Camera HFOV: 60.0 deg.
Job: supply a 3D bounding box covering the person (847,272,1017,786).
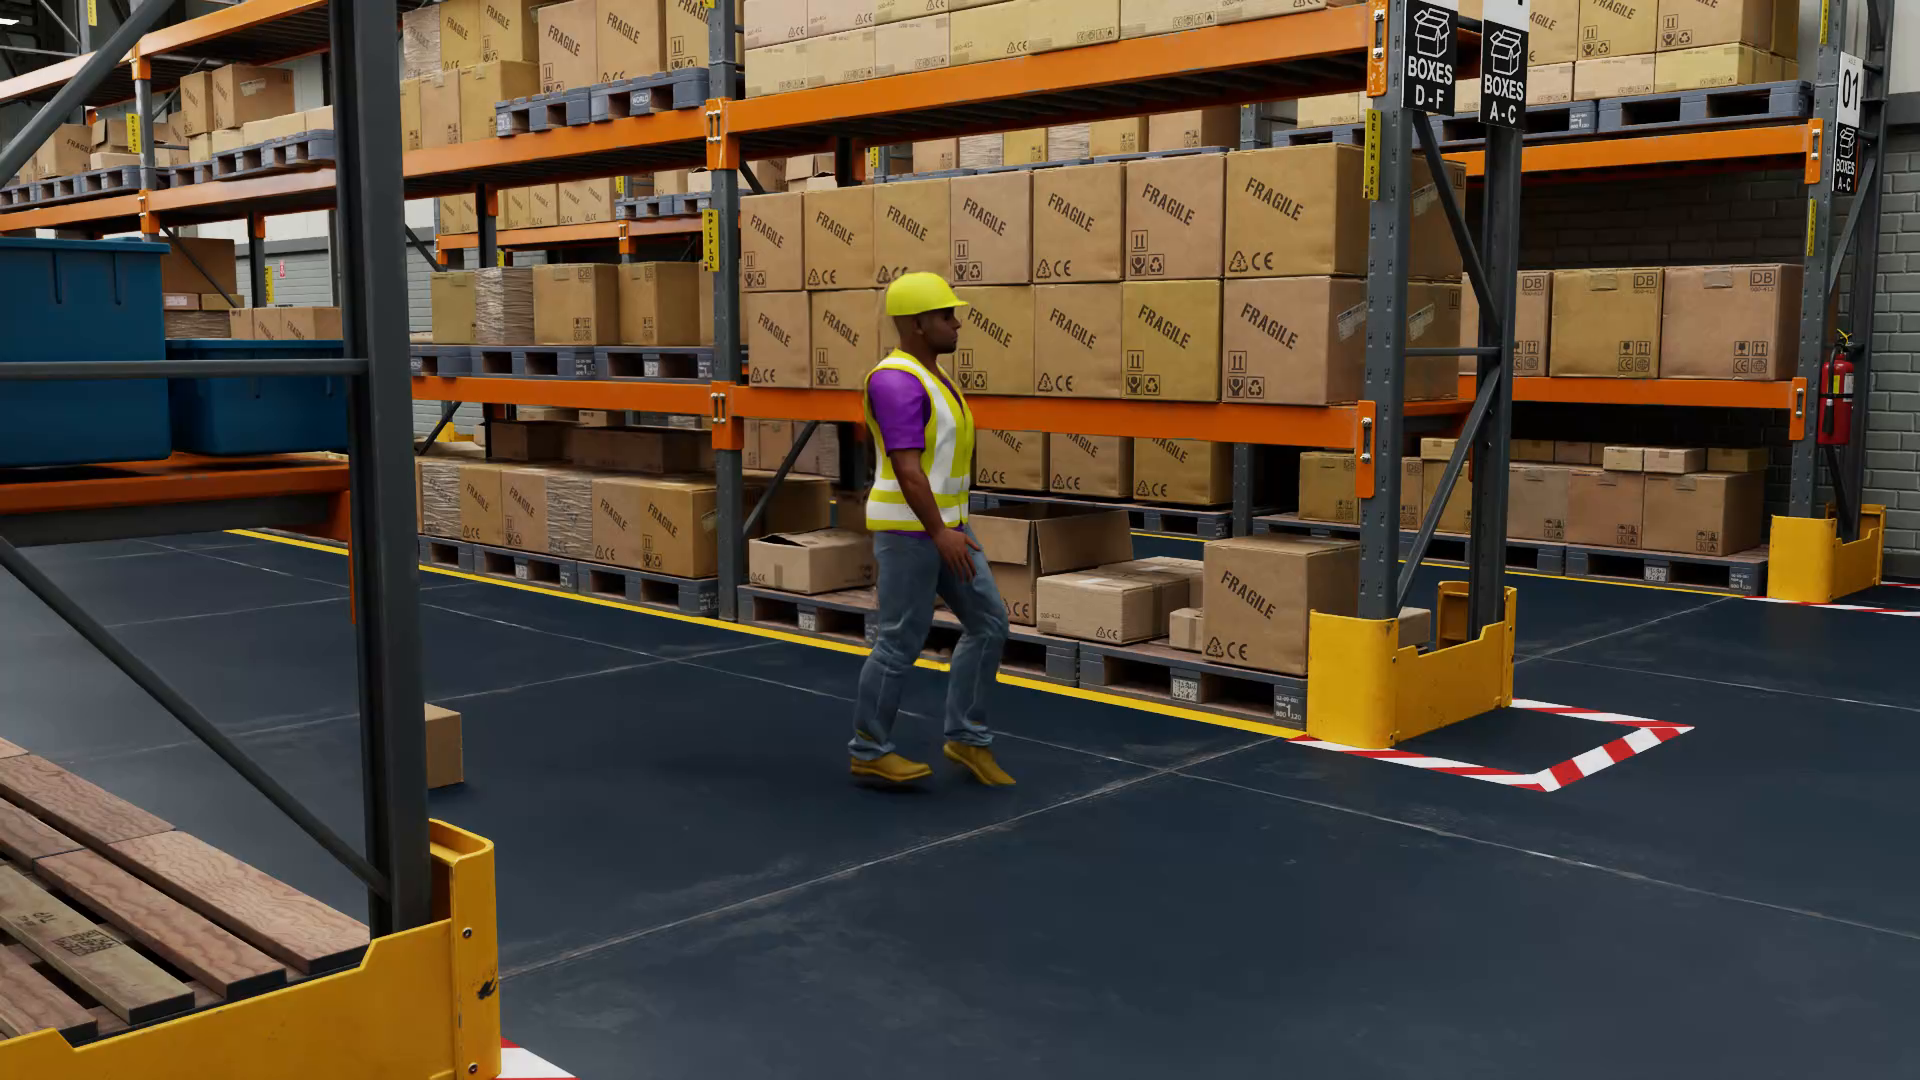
[{"bbox_3d":[-0.117,0.003,5.719,0.581,1.826,0.582,2,7,17],"label":"person"}]
